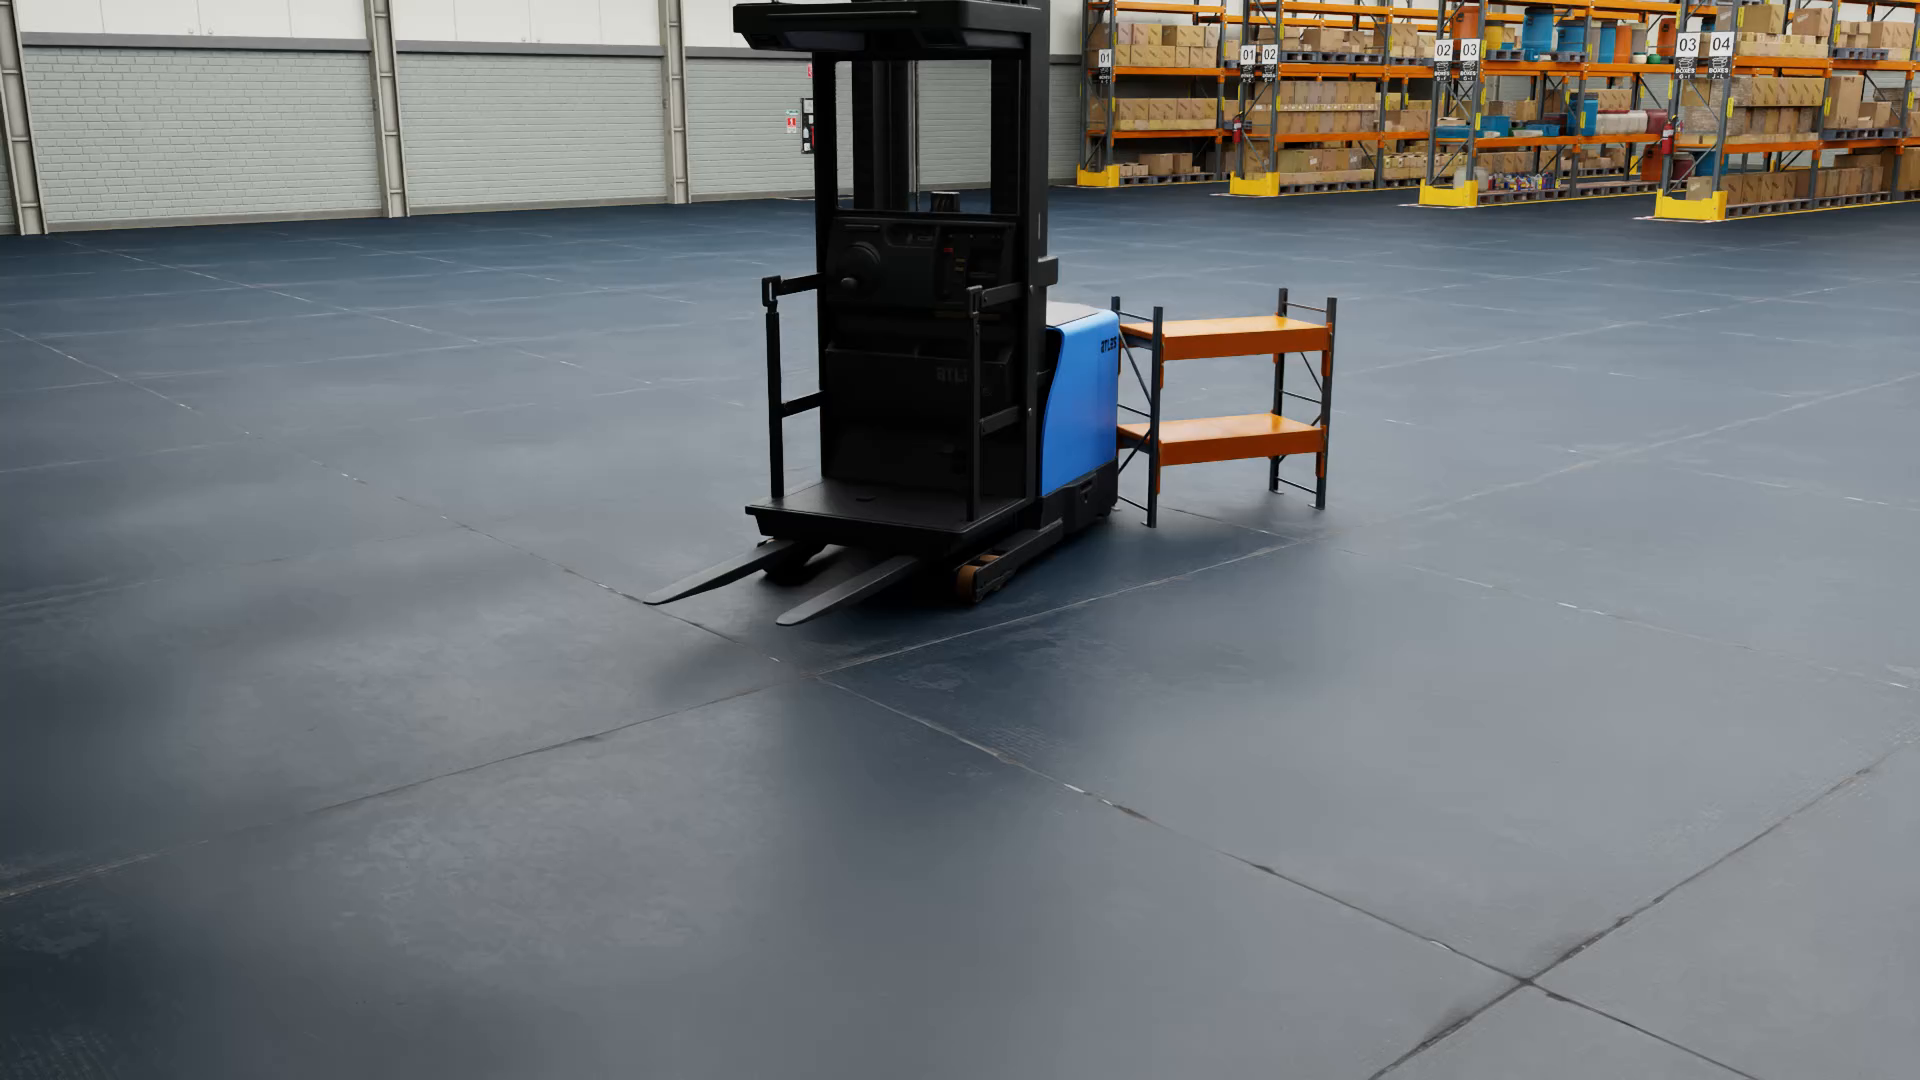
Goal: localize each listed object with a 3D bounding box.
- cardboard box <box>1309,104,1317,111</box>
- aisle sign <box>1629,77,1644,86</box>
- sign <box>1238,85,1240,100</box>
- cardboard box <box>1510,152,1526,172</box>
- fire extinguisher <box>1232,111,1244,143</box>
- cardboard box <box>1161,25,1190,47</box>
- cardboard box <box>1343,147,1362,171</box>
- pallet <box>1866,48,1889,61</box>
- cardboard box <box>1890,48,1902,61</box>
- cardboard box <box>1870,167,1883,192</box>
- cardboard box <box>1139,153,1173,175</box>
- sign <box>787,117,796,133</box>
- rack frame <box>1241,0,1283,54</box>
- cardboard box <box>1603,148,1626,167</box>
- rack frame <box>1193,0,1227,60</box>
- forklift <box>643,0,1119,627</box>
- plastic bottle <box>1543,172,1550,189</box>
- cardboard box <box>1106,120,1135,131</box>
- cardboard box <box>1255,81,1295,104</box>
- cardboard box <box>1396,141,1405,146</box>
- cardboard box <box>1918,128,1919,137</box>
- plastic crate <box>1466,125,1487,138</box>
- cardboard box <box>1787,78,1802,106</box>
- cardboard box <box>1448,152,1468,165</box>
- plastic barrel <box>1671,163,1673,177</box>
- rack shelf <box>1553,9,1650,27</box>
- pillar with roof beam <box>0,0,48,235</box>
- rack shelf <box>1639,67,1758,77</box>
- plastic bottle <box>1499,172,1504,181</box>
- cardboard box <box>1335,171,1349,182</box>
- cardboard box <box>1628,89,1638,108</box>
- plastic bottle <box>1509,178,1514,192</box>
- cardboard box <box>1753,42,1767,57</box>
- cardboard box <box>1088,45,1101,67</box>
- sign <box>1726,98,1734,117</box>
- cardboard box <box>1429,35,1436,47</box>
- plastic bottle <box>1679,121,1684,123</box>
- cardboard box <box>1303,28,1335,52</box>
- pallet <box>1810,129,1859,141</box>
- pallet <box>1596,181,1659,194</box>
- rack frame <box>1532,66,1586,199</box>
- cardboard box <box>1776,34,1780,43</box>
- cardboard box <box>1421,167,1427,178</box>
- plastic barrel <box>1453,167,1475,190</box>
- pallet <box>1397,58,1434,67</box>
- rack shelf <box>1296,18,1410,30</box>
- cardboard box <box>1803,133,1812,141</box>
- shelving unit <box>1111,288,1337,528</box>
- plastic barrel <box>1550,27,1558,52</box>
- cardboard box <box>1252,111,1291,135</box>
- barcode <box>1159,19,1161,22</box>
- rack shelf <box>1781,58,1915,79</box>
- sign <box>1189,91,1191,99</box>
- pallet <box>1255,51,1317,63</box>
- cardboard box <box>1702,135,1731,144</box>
[{"bbox_3d":[7.787,-9.721,37.381,0.250,0.149,0.380,-14,20,-41],"label":"cardboard box"},{"bbox_3d":[18.894,-13.078,46.362,0.004,0.787,0.394,-13,19,-39],"label":"aisle sign"},{"bbox_3d":[6.226,-9.942,36.954,0.005,0.325,0.100,-13,19,-39],"label":"sign"},{"bbox_3d":[14.301,-9.805,43.135,0.500,0.500,0.500,-14,20,-41],"label":"cardboard box"},{"bbox_3d":[6.177,-9.193,37.004,0.183,0.674,0.296,-13,19,-39],"label":"fire extinguisher"},{"bbox_3d":[5.341,-12.468,41.134,0.500,0.500,0.500,-14,20,-41],"label":"cardboard box"},{"bbox_3d":[8.998,-8.871,38.709,0.500,0.500,0.500,-13,19,-39],"label":"cardboard box"},{"bbox_3d":[17.405,-9.527,32.656,1.003,0.211,1.213,-13,19,-39],"label":"pallet"},{"bbox_3d":[18.543,-9.748,33.409,0.500,0.250,0.500,-13,20,-40],"label":"cardboard box"},{"bbox_3d":[18.614,-7.473,34.408,0.500,0.500,0.700,-14,20,-42],"label":"cardboard box"},{"bbox_3d":[4.914,-9.439,41.767,0.500,0.500,0.700,-14,21,-43],"label":"cardboard box"},{"bbox_3d":[-3.623,-8.927,35.788,0.234,0.329,0.001,-13,19,-39],"label":"sign"},{"bbox_3d":[6.571,-12.058,35.956,0.127,3.000,1.000,-13,19,-39],"label":"rack frame"},{"bbox_3d":[18.393,-10.735,46.619,0.500,0.500,0.500,-13,19,-39],"label":"cardboard box"},{"bbox_3d":[6.334,-13.700,42.101,0.127,3.000,1.000,-13,19,-39],"label":"rack frame"},{"bbox_3d":[-0.273,-1.272,7.331,1.130,2.935,3.031,7,17,25],"label":"forklift"},{"bbox_3d":[12.396,-7.608,35.199,0.185,0.351,0.144,-14,20,-42],"label":"plastic bottle"},{"bbox_3d":[3.893,-10.082,40.433,0.500,0.250,0.500,-13,20,-41],"label":"cardboard box"},{"bbox_3d":[6.972,-9.921,36.870,0.500,0.500,0.700,-13,19,-39],"label":"cardboard box"},{"bbox_3d":[12.761,-11.586,48.586,0.250,0.149,0.380,-13,20,-40],"label":"cardboard box"},{"bbox_3d":[20.039,-8.751,35.007,0.500,0.500,0.500,-13,20,-41],"label":"cardboard box"},{"bbox_3d":[10.495,-8.375,34.080,0.408,0.251,0.499,-13,19,-39],"label":"plastic crate"},{"bbox_3d":[15.176,-8.284,30.744,0.500,0.500,0.500,-13,19,-39],"label":"cardboard box"},{"bbox_3d":[12.373,-9.524,41.520,0.500,0.311,0.500,-12,19,-38],"label":"cardboard box"},{"bbox_3d":[16.580,-8.750,39.204,0.421,0.512,0.421,0,15,0],"label":"plastic barrel"},{"bbox_3d":[17.133,-14.081,44.928,4.000,0.370,1.077,-13,19,-39],"label":"rack shelf"},{"bbox_3d":[-12.002,-8.405,22.280,0.400,9.000,9.100,-13,19,-39],"label":"pillar with roof beam"},{"bbox_3d":[17.364,-10.991,39.165,4.000,0.370,1.077,-13,19,-39],"label":"rack shelf"},{"bbox_3d":[11.493,-7.645,35.341,0.185,0.351,0.144,-13,20,-40],"label":"plastic bottle"},{"bbox_3d":[8.631,-8.421,38.476,0.500,0.250,0.500,-13,19,-39],"label":"cardboard box"},{"bbox_3d":[18.486,-12.273,46.253,0.500,0.500,0.500,-13,20,-40],"label":"cardboard box"},{"bbox_3d":[11.393,-7.336,34.336,0.097,0.271,0.097,0,15,0],"label":"plastic bottle"},{"bbox_3d":[13.990,-8.727,29.589,0.500,0.250,0.500,-13,20,-41],"label":"cardboard box"},{"bbox_3d":[3.465,-11.751,40.385,0.500,0.500,0.500,-11,18,-35],"label":"cardboard box"},{"bbox_3d":[13.428,-7.543,29.001,0.005,0.325,0.100,-13,19,-39],"label":"sign"},{"bbox_3d":[13.475,-14.301,47.995,0.500,0.500,0.500,-13,20,-40],"label":"cardboard box"},{"bbox_3d":[16.743,-9.579,38.539,0.135,0.276,0.152,-13,19,-39],"label":"plastic bottle"},{"bbox_3d":[8.004,-11.156,37.112,0.500,0.500,0.500,-13,19,-39],"label":"cardboard box"},{"bbox_3d":[16.761,-7.917,32.448,1.213,0.211,1.003,-13,19,-39],"label":"pallet"},{"bbox_3d":[15.245,-8.079,38.088,1.213,0.211,1.003,-13,19,-39],"label":"pallet"},{"bbox_3d":[12.838,-8.873,35.654,0.127,3.000,1.000,-13,19,-39],"label":"rack frame"},{"bbox_3d":[14.592,-9.067,30.087,0.250,0.149,0.380,-13,20,-40],"label":"cardboard box"},{"bbox_3d":[11.216,-8.993,40.618,0.500,0.250,0.500,-12,19,-38],"label":"cardboard box"},{"bbox_3d":[10.267,-7.322,33.857,0.421,0.512,0.421,0,15,0],"label":"plastic barrel"},{"bbox_3d":[11.312,-11.551,40.234,1.213,0.211,1.003,-12,19,-37],"label":"pallet"},{"bbox_3d":[10.861,-14.175,46.050,4.000,0.370,1.077,-13,19,-39],"label":"rack shelf"},{"bbox_3d":[15.925,-7.653,31.575,0.250,0.149,0.380,-13,19,-39],"label":"cardboard box"},{"bbox_3d":[1.365,-0.715,8.747,1.048,1.125,0.538,-6,16,-21],"label":"shelving unit"},{"bbox_3d":[12.384,-10.544,35.069,0.421,0.512,0.421,0,15,0],"label":"plastic barrel"},{"bbox_3d":[6.932,-9.285,37.004,0.500,0.500,0.700,-13,19,-39],"label":"cardboard box"},{"bbox_3d":[5.004,-13.017,41.674,0.075,0.075,0.001,-13,19,-39],"label":"barcode"},{"bbox_3d":[17.598,-9.349,33.019,4.000,0.370,1.077,-13,19,-39],"label":"rack shelf"},{"bbox_3d":[5.967,-11.468,43.128,0.005,0.325,0.100,-13,19,-39],"label":"sign"},{"bbox_3d":[7.122,-10.681,36.784,1.213,0.211,1.003,-13,19,-39],"label":"pallet"},{"bbox_3d":[13.443,-7.111,29.547,0.250,0.149,0.380,-13,19,-39],"label":"cardboard box"}]
